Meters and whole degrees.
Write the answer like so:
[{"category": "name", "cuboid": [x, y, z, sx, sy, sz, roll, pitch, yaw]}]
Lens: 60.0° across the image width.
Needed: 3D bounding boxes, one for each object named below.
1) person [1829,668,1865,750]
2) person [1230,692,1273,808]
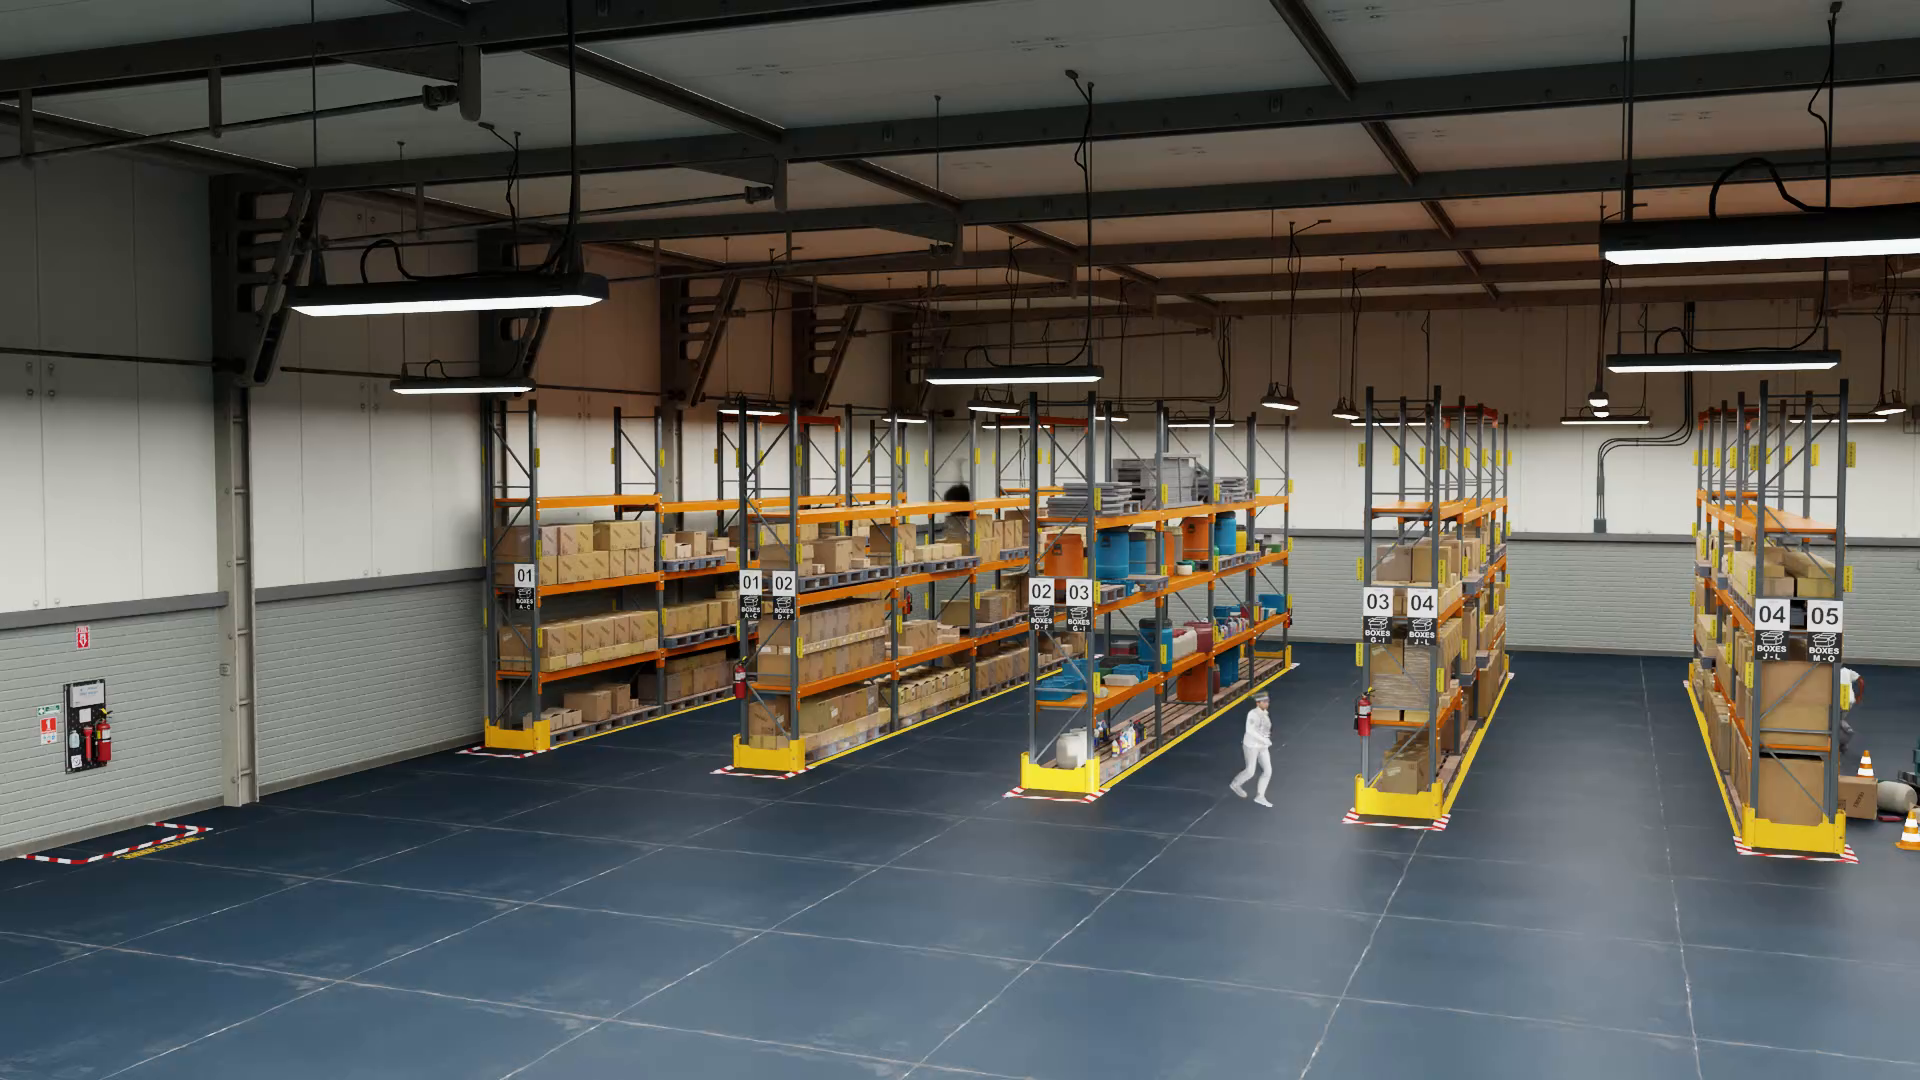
[{"category": "person", "cuboid": [15.204, 2.809, 28.693, 0.734, 1.568, 0.896, 0, 3, 3]}, {"category": "person", "cuboid": [4.192, 2.993, 24.024, 0.588, 1.664, 0.789, -3, 4, -43]}]
